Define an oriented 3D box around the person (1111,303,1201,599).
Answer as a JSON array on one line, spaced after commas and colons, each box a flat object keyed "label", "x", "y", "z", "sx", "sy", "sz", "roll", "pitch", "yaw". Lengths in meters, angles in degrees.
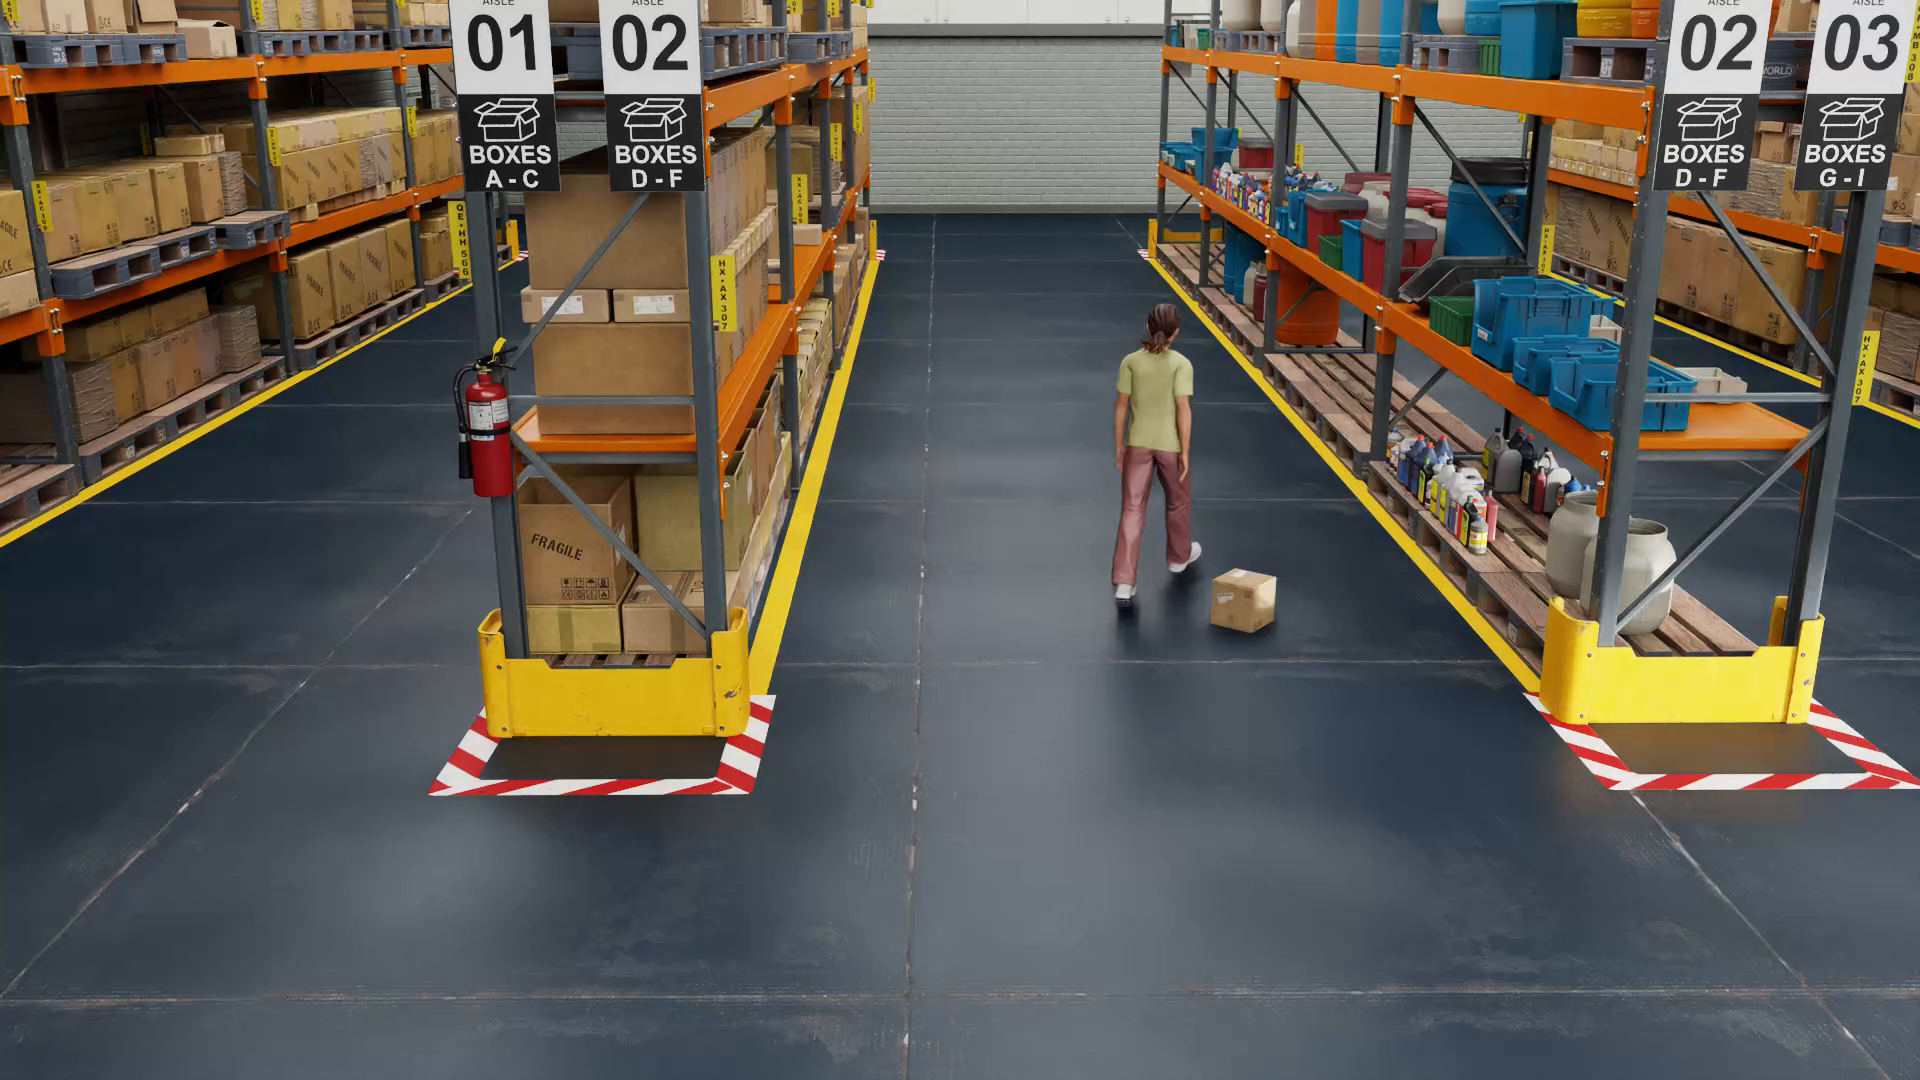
[{"label": "person", "x": 1.075, "y": -0.513, "z": 9.283, "sx": 0.451, "sy": 1.604, "sz": 1.097, "roll": 5, "pitch": 18, "yaw": 17}]
